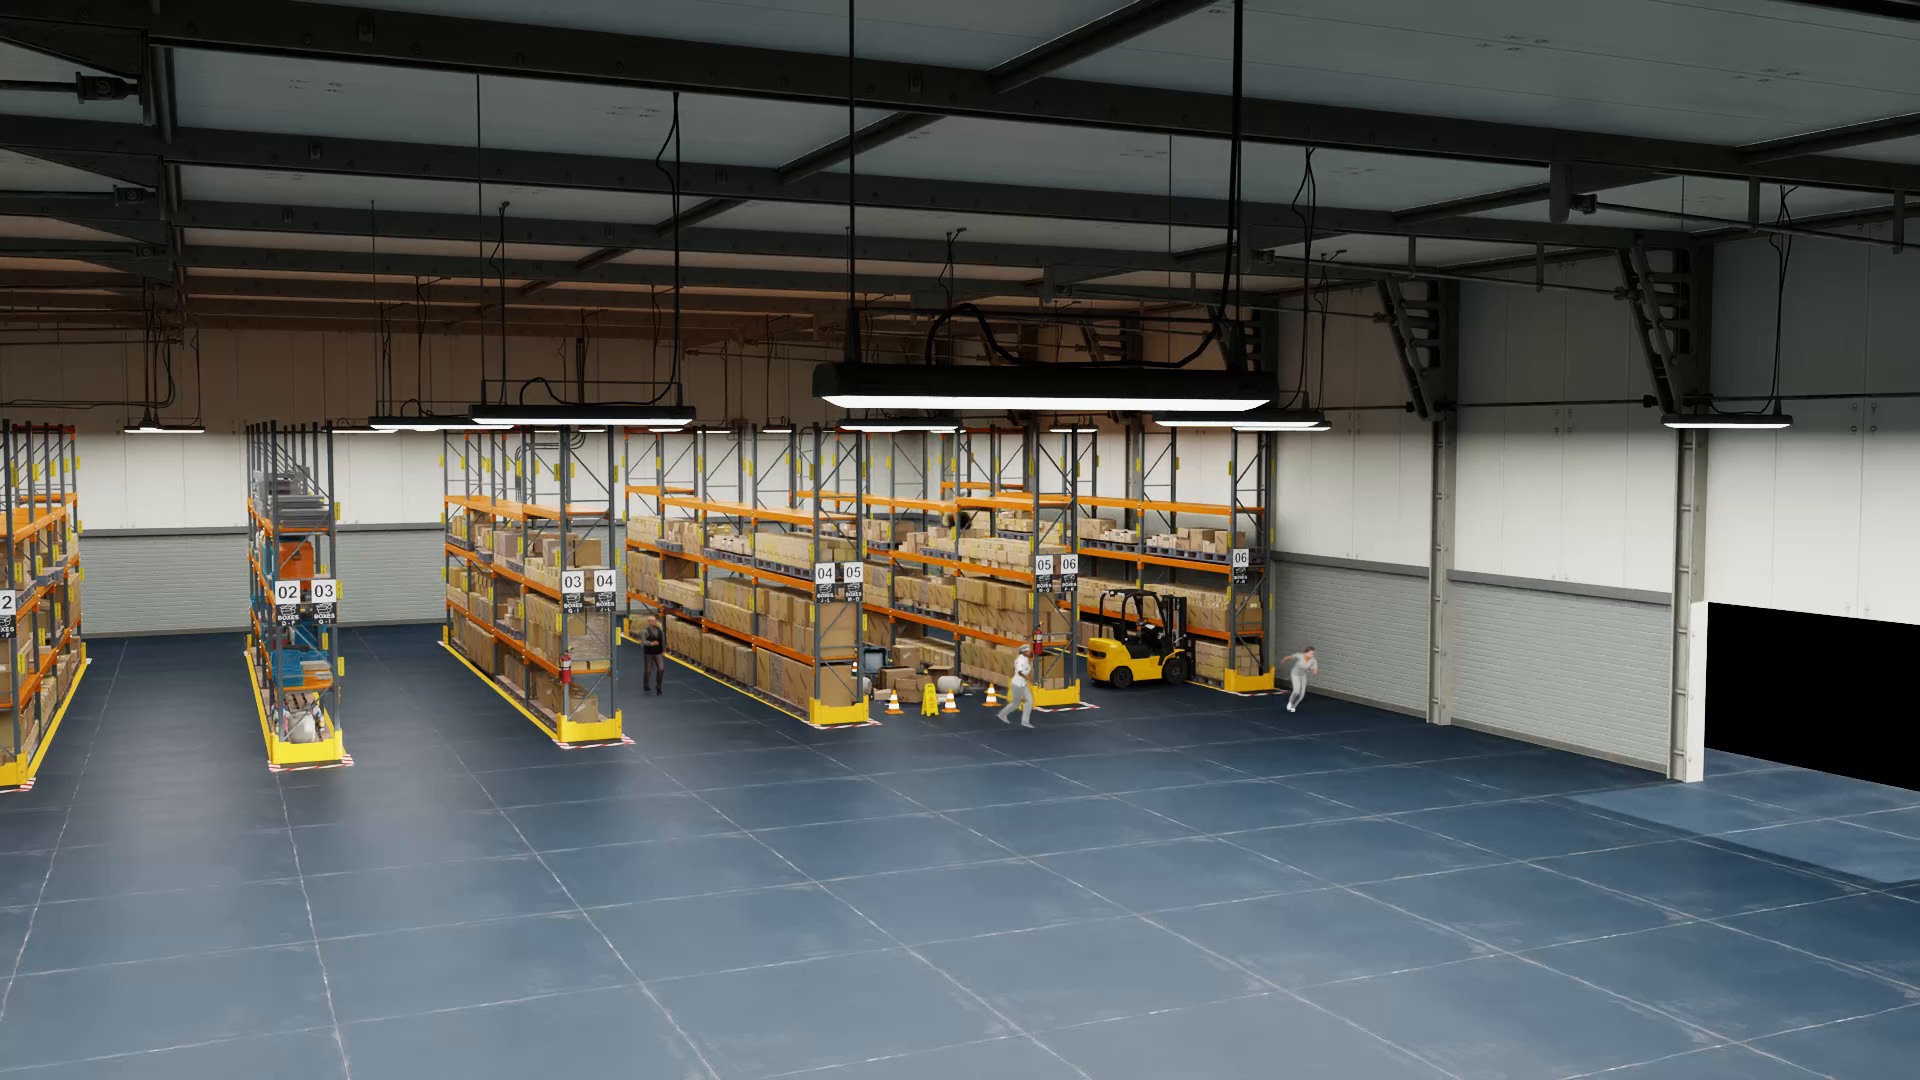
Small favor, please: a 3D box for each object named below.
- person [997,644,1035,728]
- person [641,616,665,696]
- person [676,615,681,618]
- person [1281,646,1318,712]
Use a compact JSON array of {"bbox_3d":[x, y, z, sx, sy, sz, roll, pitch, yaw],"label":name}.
[{"bbox_3d":[1.096,2.860,32.657,0.790,1.668,0.542,1,4,19],"label":"person"},{"bbox_3d":[-6.797,2.566,36.829,0.590,1.774,0.833,-2,4,-30],"label":"person"},{"bbox_3d":[-7.914,1.808,48.747,0.900,1.747,0.674,-1,4,-17],"label":"person"},{"bbox_3d":[7.015,2.859,34.161,0.587,1.433,0.933,-1,4,-10],"label":"person"}]
